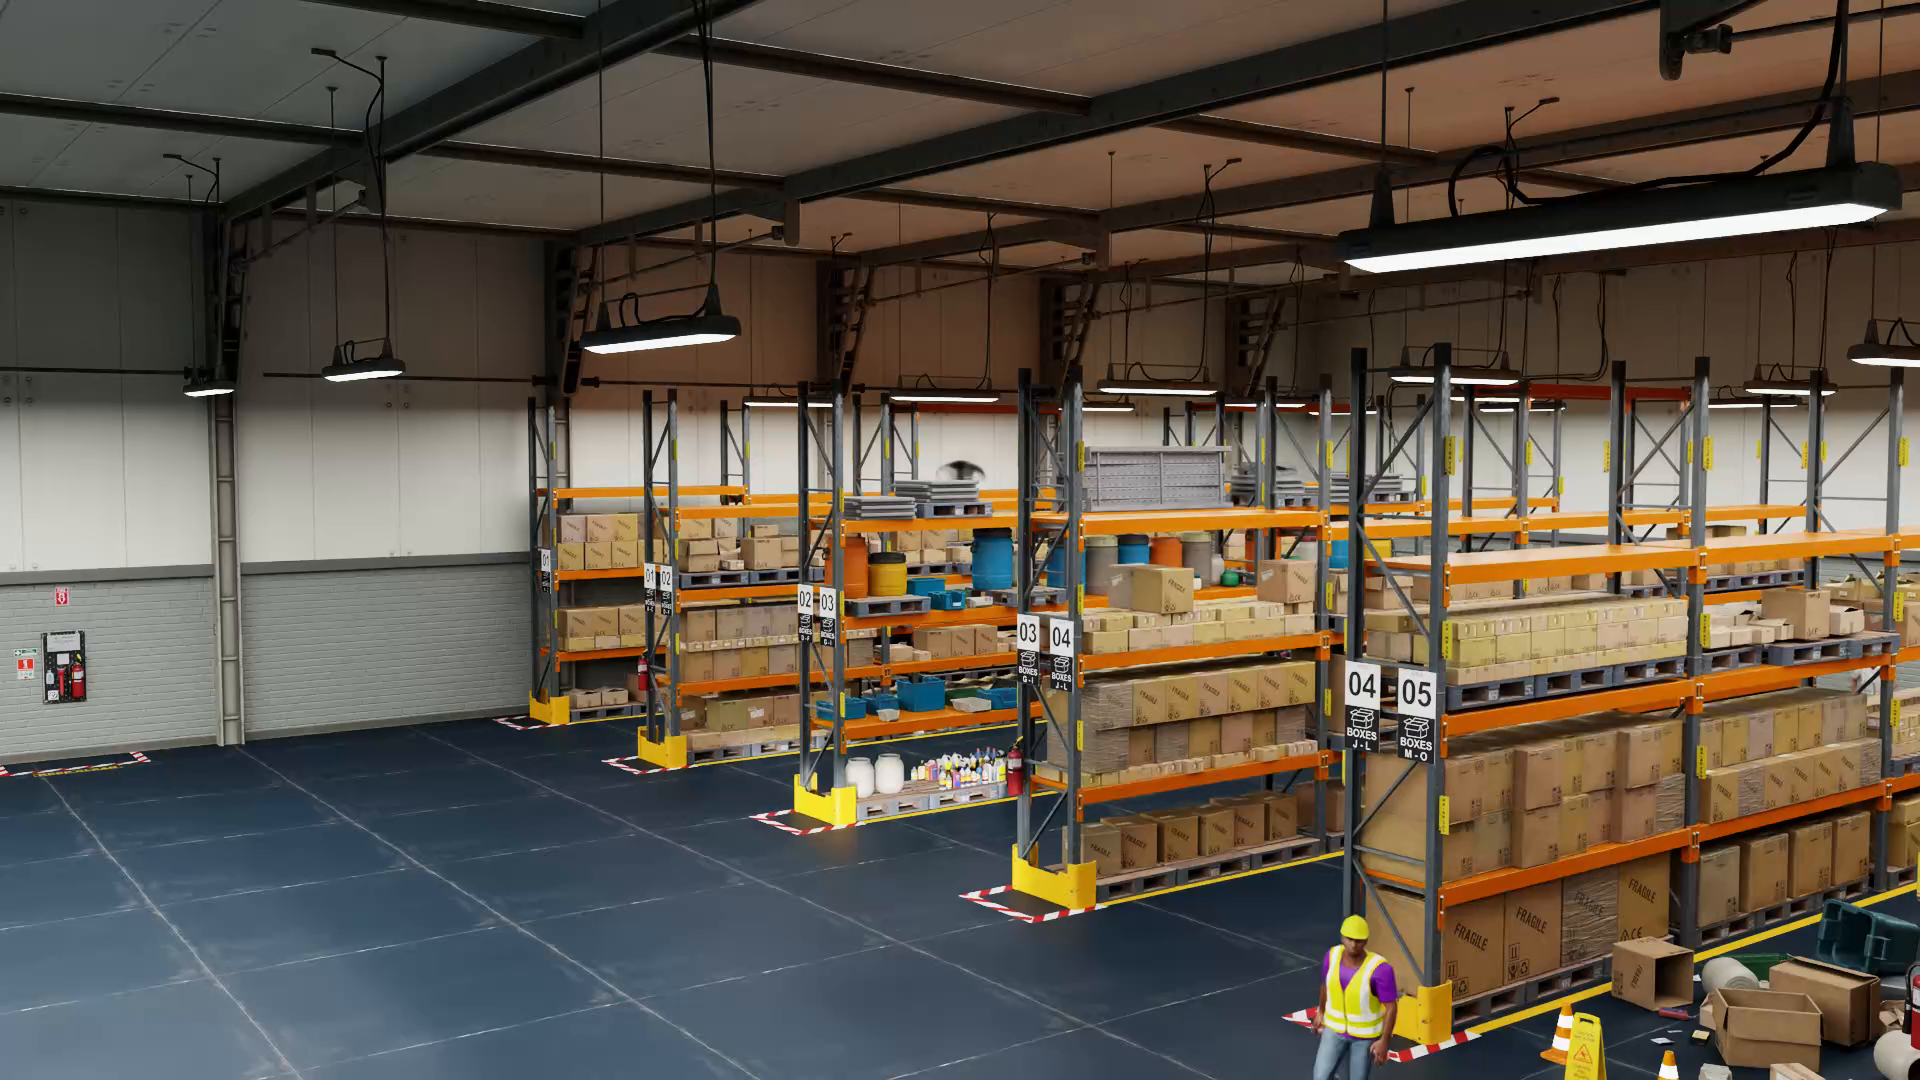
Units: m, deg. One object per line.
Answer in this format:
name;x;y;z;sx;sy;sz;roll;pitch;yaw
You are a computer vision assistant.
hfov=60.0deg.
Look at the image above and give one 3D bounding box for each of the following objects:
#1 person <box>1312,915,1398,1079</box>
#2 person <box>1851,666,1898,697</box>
person;2.873;3.580;12.156;0.693;1.738;0.572;2;4;31
person;15.177;2.673;27.626;0.665;1.757;0.832;1;4;23
